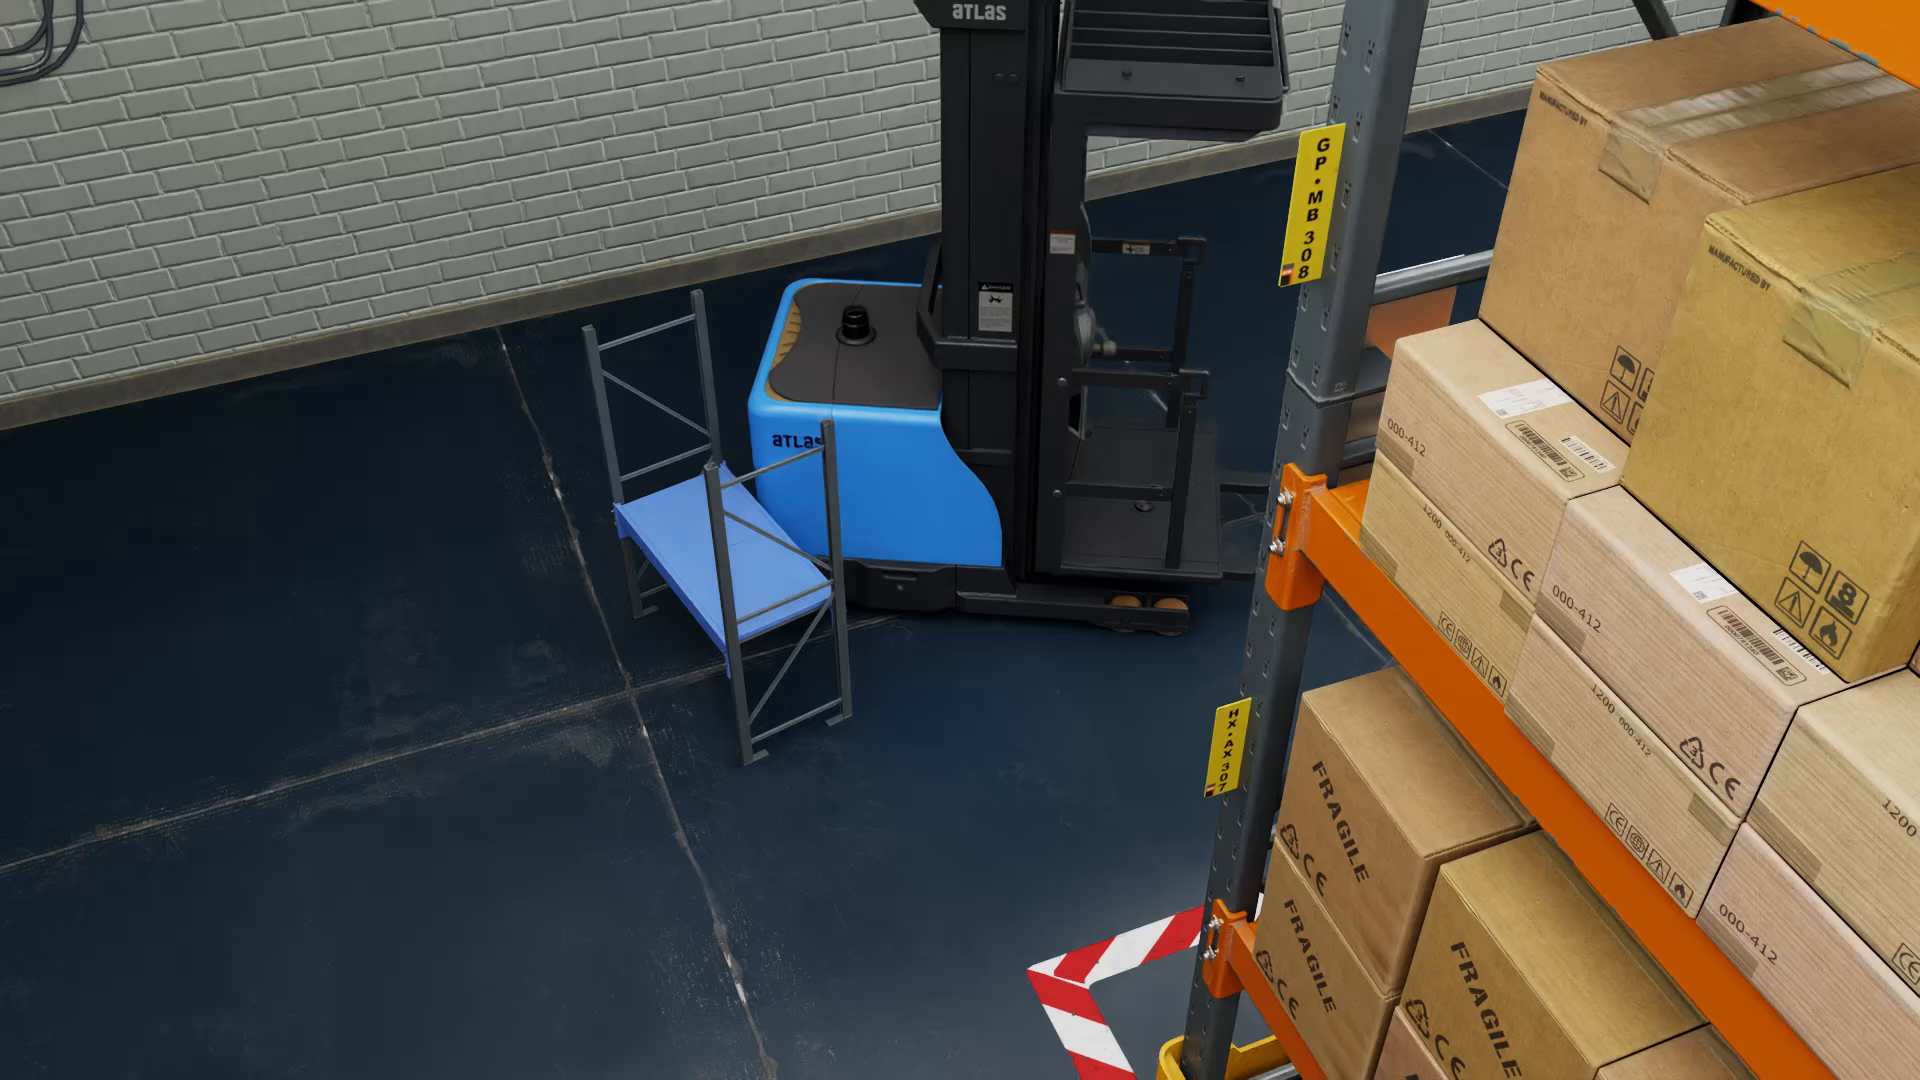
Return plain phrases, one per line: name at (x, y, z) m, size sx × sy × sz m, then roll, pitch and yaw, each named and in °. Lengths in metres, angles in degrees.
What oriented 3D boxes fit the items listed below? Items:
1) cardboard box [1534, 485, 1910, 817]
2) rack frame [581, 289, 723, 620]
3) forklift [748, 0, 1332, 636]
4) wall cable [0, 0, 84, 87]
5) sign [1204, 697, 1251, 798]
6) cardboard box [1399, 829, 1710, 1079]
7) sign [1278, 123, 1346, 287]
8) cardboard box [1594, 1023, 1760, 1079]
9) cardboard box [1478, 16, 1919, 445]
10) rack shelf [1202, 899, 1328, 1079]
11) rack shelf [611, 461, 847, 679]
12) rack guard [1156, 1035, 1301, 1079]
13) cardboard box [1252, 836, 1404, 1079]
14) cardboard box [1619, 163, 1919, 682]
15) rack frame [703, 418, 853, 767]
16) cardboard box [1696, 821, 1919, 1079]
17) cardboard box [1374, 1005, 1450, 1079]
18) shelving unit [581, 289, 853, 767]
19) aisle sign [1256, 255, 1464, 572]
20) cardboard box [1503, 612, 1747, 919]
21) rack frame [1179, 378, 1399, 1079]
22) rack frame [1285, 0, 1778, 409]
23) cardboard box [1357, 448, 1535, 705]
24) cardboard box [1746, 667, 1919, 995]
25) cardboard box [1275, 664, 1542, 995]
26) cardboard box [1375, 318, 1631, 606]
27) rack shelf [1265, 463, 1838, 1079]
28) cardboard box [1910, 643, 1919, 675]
cardboard box at (1.305, 0.115, 2.665) m, size 0.500 × 0.250 × 0.500 m, roll -15°, pitch 43°, yaw -17°
rack frame at (-1.219, -0.318, 6.888) m, size 0.500 × 1.500 × 0.032 m, roll -23°, pitch 46°, yaw -25°
forklift at (0.675, -1.063, 6.657) m, size 3.031 × 2.935 × 1.130 m, roll 4°, pitch 41°, yaw 4°
wall cable at (-5.245, -2.647, 6.227) m, size 3.097 × 2.526 × 0.112 m, roll -15°, pitch 43°, yaw -17°
sign at (0.663, 0.515, 4.105) m, size 0.100 × 0.325 × 0.005 m, roll -15°, pitch 43°, yaw -17°
cardboard box at (1.297, 0.937, 3.435) m, size 0.500 × 0.500 × 0.500 m, roll -15°, pitch 43°, yaw -16°
sign at (0.663, -0.625, 3.124) m, size 0.100 × 0.325 × 0.005 m, roll -15°, pitch 43°, yaw -17°
cardboard box at (1.484, 1.240, 3.083) m, size 0.500 × 0.500 × 0.500 m, roll -15°, pitch 43°, yaw -16°
cardboard box at (1.376, -0.541, 2.853) m, size 0.700 × 0.500 × 0.500 m, roll -15°, pitch 43°, yaw -17°
rack shelf at (1.929, 2.186, 3.378) m, size 1.077 × 0.370 × 4.000 m, roll -15°, pitch 43°, yaw -17°
rack shelf at (-0.939, 0.095, 6.683) m, size 0.538 × 0.185 × 1.000 m, roll -23°, pitch 46°, yaw -25°
rack guard at (1.193, 1.702, 5.306) m, size 1.175 × 0.500 × 0.348 m, roll -15°, pitch 43°, yaw -17°
cardboard box at (1.090, 1.003, 4.125) m, size 0.500 × 0.500 × 0.500 m, roll -14°, pitch 43°, yaw -16°
cardboard box at (1.489, -0.219, 2.478) m, size 0.700 × 0.500 × 0.500 m, roll -15°, pitch 43°, yaw -17°
rack frame at (-0.658, 0.235, 6.245) m, size 0.500 × 1.500 × 0.032 m, roll -23°, pitch 46°, yaw -25°
cardboard box at (1.498, 0.606, 2.478) m, size 0.500 × 0.250 × 0.500 m, roll -15°, pitch 43°, yaw -17°
cardboard box at (1.292, 1.313, 3.765) m, size 0.500 × 0.500 × 0.500 m, roll -16°, pitch 43°, yaw -17°
shelving unit at (-0.939, -0.041, 6.566) m, size 0.538 × 1.500 × 1.048 m, roll -23°, pitch 46°, yaw -25°
aisle sign at (0.867, -0.245, 3.660) m, size 0.394 × 0.787 × 0.004 m, roll -15°, pitch 43°, yaw -17°
cardboard box at (1.305, 0.305, 2.828) m, size 0.500 × 0.250 × 0.500 m, roll -15°, pitch 43°, yaw -17°
rack frame at (1.164, 0.708, 4.545) m, size 1.000 × 3.000 × 0.127 m, roll -15°, pitch 43°, yaw -17°
rack frame at (1.164, -1.567, 2.589) m, size 1.000 × 3.000 × 0.127 m, roll -15°, pitch 43°, yaw -17°
cardboard box at (1.126, 0.001, 3.182) m, size 0.500 × 0.250 × 0.500 m, roll -15°, pitch 43°, yaw -17°
cardboard box at (1.502, 0.415, 2.316) m, size 0.500 × 0.250 × 0.500 m, roll -15°, pitch 43°, yaw -17°
cardboard box at (1.090, 0.624, 3.799) m, size 0.500 × 0.500 × 0.500 m, roll -14°, pitch 43°, yaw -16°
cardboard box at (1.120, -0.187, 3.017) m, size 0.500 × 0.250 × 0.500 m, roll -15°, pitch 43°, yaw -17°
rack shelf at (1.929, 1.048, 2.400) m, size 1.077 × 0.370 × 4.000 m, roll -15°, pitch 43°, yaw -17°
cardboard box at (1.779, 0.056, 2.159) m, size 0.700 × 0.500 × 0.500 m, roll -15°, pitch 43°, yaw -17°
